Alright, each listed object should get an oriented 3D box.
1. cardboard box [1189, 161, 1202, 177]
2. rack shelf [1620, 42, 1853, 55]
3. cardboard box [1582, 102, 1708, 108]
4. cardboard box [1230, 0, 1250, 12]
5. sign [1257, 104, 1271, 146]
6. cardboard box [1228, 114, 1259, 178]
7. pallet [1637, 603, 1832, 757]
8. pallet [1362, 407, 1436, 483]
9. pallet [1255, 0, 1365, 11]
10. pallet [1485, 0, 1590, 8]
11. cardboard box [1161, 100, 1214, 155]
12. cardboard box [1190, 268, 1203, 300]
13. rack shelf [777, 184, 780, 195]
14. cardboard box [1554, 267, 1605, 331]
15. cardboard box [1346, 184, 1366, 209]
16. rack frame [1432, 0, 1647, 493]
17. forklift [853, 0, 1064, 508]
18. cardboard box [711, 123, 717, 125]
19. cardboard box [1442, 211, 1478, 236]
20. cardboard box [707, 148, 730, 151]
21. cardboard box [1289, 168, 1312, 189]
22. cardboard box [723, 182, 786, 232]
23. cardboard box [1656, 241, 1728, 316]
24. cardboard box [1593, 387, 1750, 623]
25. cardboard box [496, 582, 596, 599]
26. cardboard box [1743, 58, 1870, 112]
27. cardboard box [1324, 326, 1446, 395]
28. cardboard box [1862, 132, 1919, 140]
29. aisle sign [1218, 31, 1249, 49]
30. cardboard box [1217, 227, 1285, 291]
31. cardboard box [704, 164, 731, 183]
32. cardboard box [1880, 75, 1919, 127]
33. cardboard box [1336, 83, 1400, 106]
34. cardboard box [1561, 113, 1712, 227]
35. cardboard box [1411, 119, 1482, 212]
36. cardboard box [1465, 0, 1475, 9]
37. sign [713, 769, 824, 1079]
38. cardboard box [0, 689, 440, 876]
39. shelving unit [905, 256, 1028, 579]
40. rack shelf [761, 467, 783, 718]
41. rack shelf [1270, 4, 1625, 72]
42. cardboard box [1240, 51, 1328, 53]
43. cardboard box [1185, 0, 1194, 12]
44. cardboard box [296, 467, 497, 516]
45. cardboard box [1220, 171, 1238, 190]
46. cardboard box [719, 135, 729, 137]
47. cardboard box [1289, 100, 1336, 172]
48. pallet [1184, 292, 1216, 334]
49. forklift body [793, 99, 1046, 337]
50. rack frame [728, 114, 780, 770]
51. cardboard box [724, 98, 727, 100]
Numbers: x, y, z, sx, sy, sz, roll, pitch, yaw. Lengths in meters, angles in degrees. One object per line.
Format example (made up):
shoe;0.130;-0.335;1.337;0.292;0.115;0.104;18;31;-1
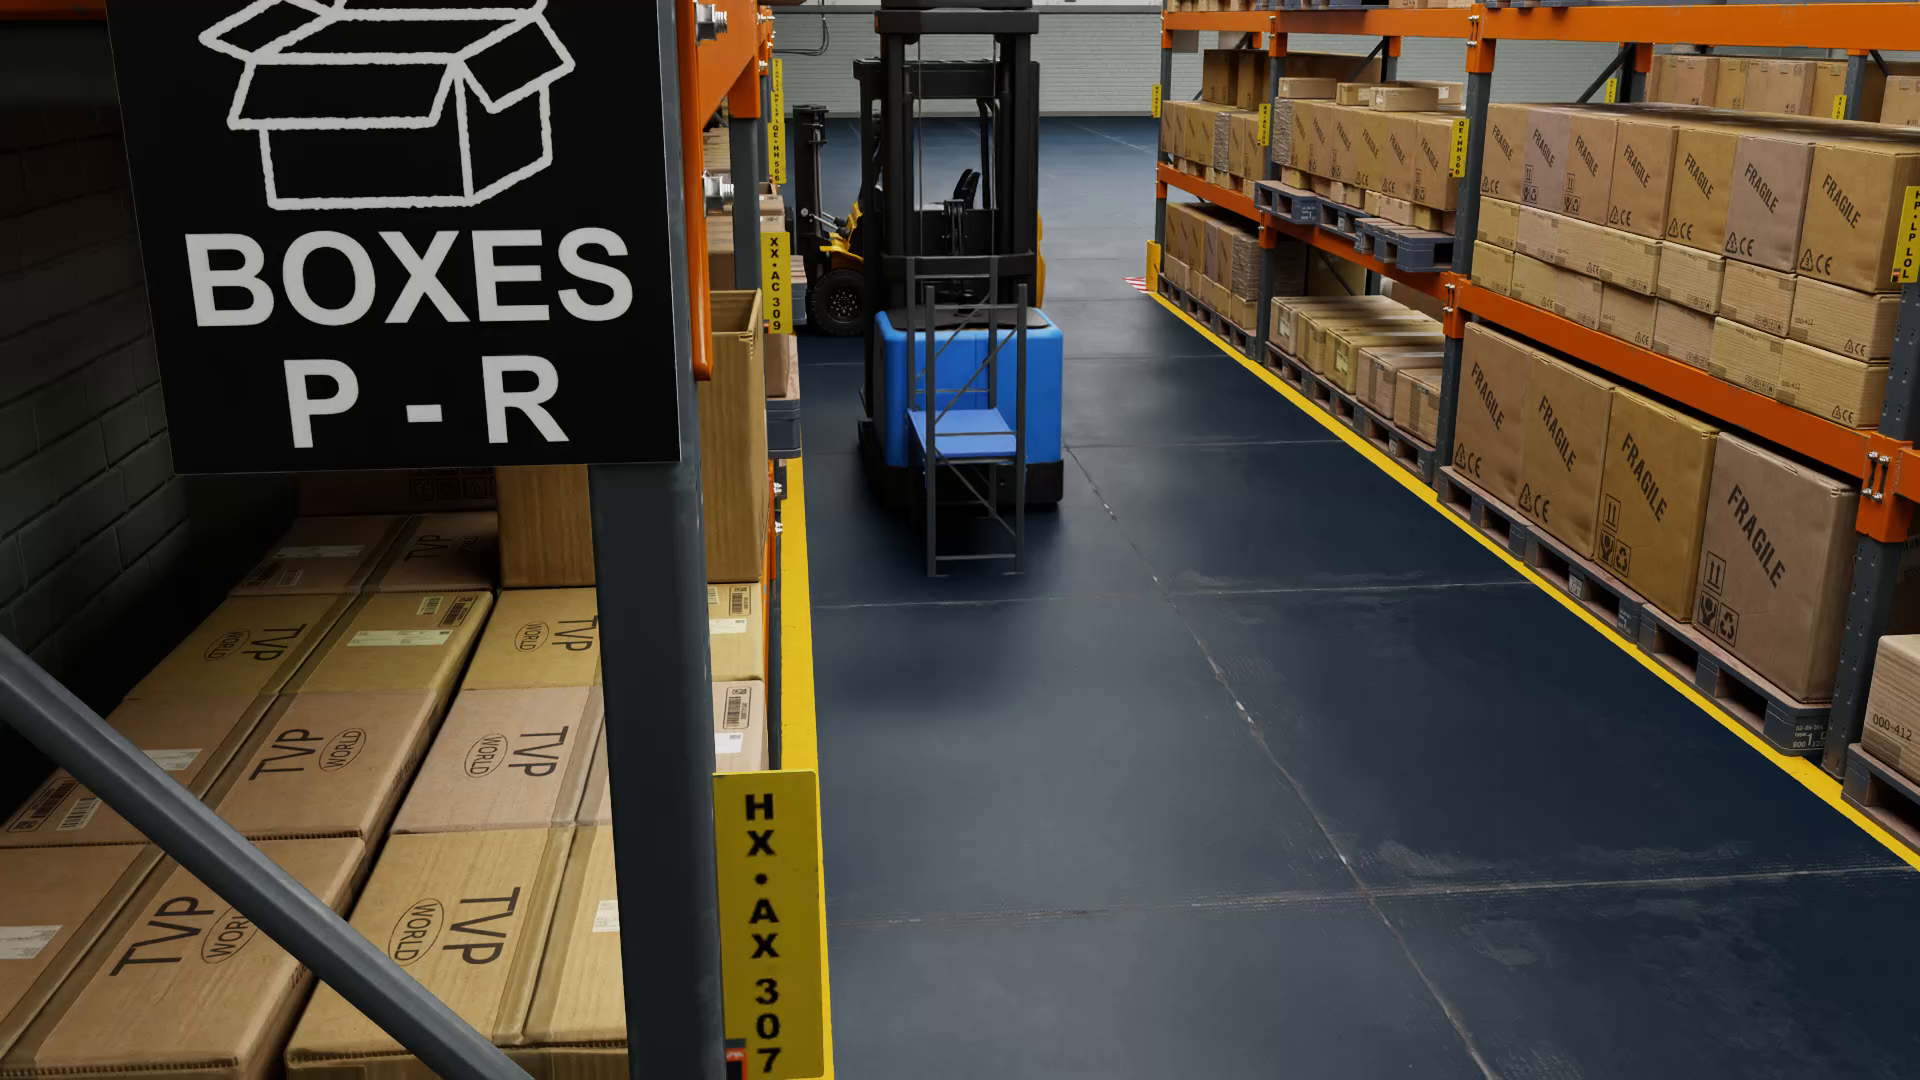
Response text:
cardboard box;2.422;-3.589;16.020;0.380;0.149;0.250;-1;17;-4
rack shelf;7.685;-4.801;15.654;1.077;0.370;4.000;-2;18;-6
cardboard box;3.704;-2.121;9.089;0.500;0.500;0.500;-2;18;-7
cardboard box;2.550;-4.637;14.350;0.380;0.149;0.250;-1;17;-4
sign;2.439;-3.328;13.324;0.100;0.325;0.005;-2;18;-6
cardboard box;2.625;-3.401;14.340;0.500;0.500;0.500;-1;17;-4
pallet;3.649;0.552;7.065;1.003;0.211;1.213;-2;18;-6
pallet;3.312;-0.645;10.878;1.003;0.211;1.213;-2;18;-6
pallet;2.936;-4.088;12.497;1.213;0.211;1.003;-2;18;-6
pallet;3.510;-2.893;8.692;1.213;0.211;1.003;-1;17;-3
cardboard box;2.339;-4.166;16.774;0.500;0.500;0.500;-2;18;-6
cardboard box;2.488;-2.451;15.865;0.500;0.250;0.500;-1;17;-2
rack shelf;-2.165;-3.032;15.028;1.077;0.370;4.000;-2;18;-6
cardboard box;3.310;-1.208;8.268;0.500;0.250;0.500;-1;17;-4
cardboard box;2.884;-2.372;11.444;0.380;0.149;0.250;-2;18;-7
rack frame;3.391;-1.742;9.719;1.000;3.000;0.127;-2;18;-6
forklift;-0.092;-1.979;10.588;1.130;2.935;3.031;-2;18;-7
cardboard box;-2.521;-3.708;15.814;0.500;0.500;0.500;-1;17;-4
cardboard box;3.123;-1.913;9.981;0.380;0.149;0.250;-1;17;-4
cardboard box;-1.430;-2.433;10.670;0.380;0.149;0.250;-1;17;-4
cardboard box;2.738;-2.765;12.696;0.380;0.149;0.250;-1;17;-5
cardboard box;-1.194;-1.357;7.617;0.797;0.503;0.637;-2;18;-7
cardboard box;3.398;-1.144;7.229;0.500;0.250;0.500;-1;17;-4
cardboard box;3.559;-0.188;7.615;0.875;0.875;0.875;-1;17;-4
cardboard box;-0.681;0.129;3.512;0.500;0.250;0.500;-2;18;-7
cardboard box;7.796;-4.140;15.303;0.875;0.550;0.550;-2;18;-6
cardboard box;3.186;-1.303;12.006;0.950;0.372;0.625;-1;17;-4
cardboard box;3.964;-1.366;6.684;0.500;0.500;0.500;-2;18;-6
aisle sign;2.848;-5.393;17.009;0.394;0.787;0.004;-2;18;-6
cardboard box;2.596;-2.500;14.769;0.500;0.500;0.500;-1;17;-5
cardboard box;-1.286;-2.049;9.446;0.380;0.149;0.250;-1;17;-4
cardboard box;7.948;-3.494;13.462;0.700;0.500;0.500;-2;18;-7
cardboard box;2.889;-3.162;11.793;0.380;0.149;0.250;-1;17;-3
cardboard box;3.297;-1.810;8.100;0.500;0.500;0.500;-1;17;-4
cardboard box;3.067;-2.259;10.000;0.500;0.500;0.500;-2;18;-7
cardboard box;3.149;-3.141;9.585;0.380;0.149;0.250;-2;18;-6
sign;-0.181;0.366;1.559;0.100;0.325;0.005;-2;18;-6
cardboard box;-1.084;0.443;2.512;0.500;0.250;0.500;-2;18;-5
shelving unit;0.018;-0.681;8.841;0.538;1.500;1.048;-2;18;-7
rack shelf;-0.927;0.543;3.640;1.077;0.370;4.000;-2;18;-6
rack shelf;3.184;-3.426;11.275;1.077;0.370;4.000;-2;18;-6
cardboard box;3.035;-4.347;15.683;0.700;0.500;0.500;-2;18;-6
cardboard box;2.386;-5.173;16.057;0.380;0.149;0.250;-1;17;-4
cardboard box;-1.245;-0.372;3.857;0.500;0.500;0.500;-2;18;-7
cardboard box;2.534;-3.203;14.791;0.380;0.149;0.250;-2;18;-6
cardboard box;-1.526;-2.817;11.891;0.380;0.149;0.250;-2;18;-7
cardboard box;2.794;-3.026;12.444;0.500;0.500;0.500;-2;18;-5
pallet;2.745;-2.167;15.727;1.003;0.211;1.213;-2;18;-6
forklift body;-0.361;-3.058;15.326;2.313;2.155;1.214;-2;18;-6
rack frame;-1.134;-0.396;5.431;1.000;3.000;0.127;-2;18;-6
cardboard box;-1.827;-3.690;14.176;0.380;0.149;0.250;-2;18;-7
